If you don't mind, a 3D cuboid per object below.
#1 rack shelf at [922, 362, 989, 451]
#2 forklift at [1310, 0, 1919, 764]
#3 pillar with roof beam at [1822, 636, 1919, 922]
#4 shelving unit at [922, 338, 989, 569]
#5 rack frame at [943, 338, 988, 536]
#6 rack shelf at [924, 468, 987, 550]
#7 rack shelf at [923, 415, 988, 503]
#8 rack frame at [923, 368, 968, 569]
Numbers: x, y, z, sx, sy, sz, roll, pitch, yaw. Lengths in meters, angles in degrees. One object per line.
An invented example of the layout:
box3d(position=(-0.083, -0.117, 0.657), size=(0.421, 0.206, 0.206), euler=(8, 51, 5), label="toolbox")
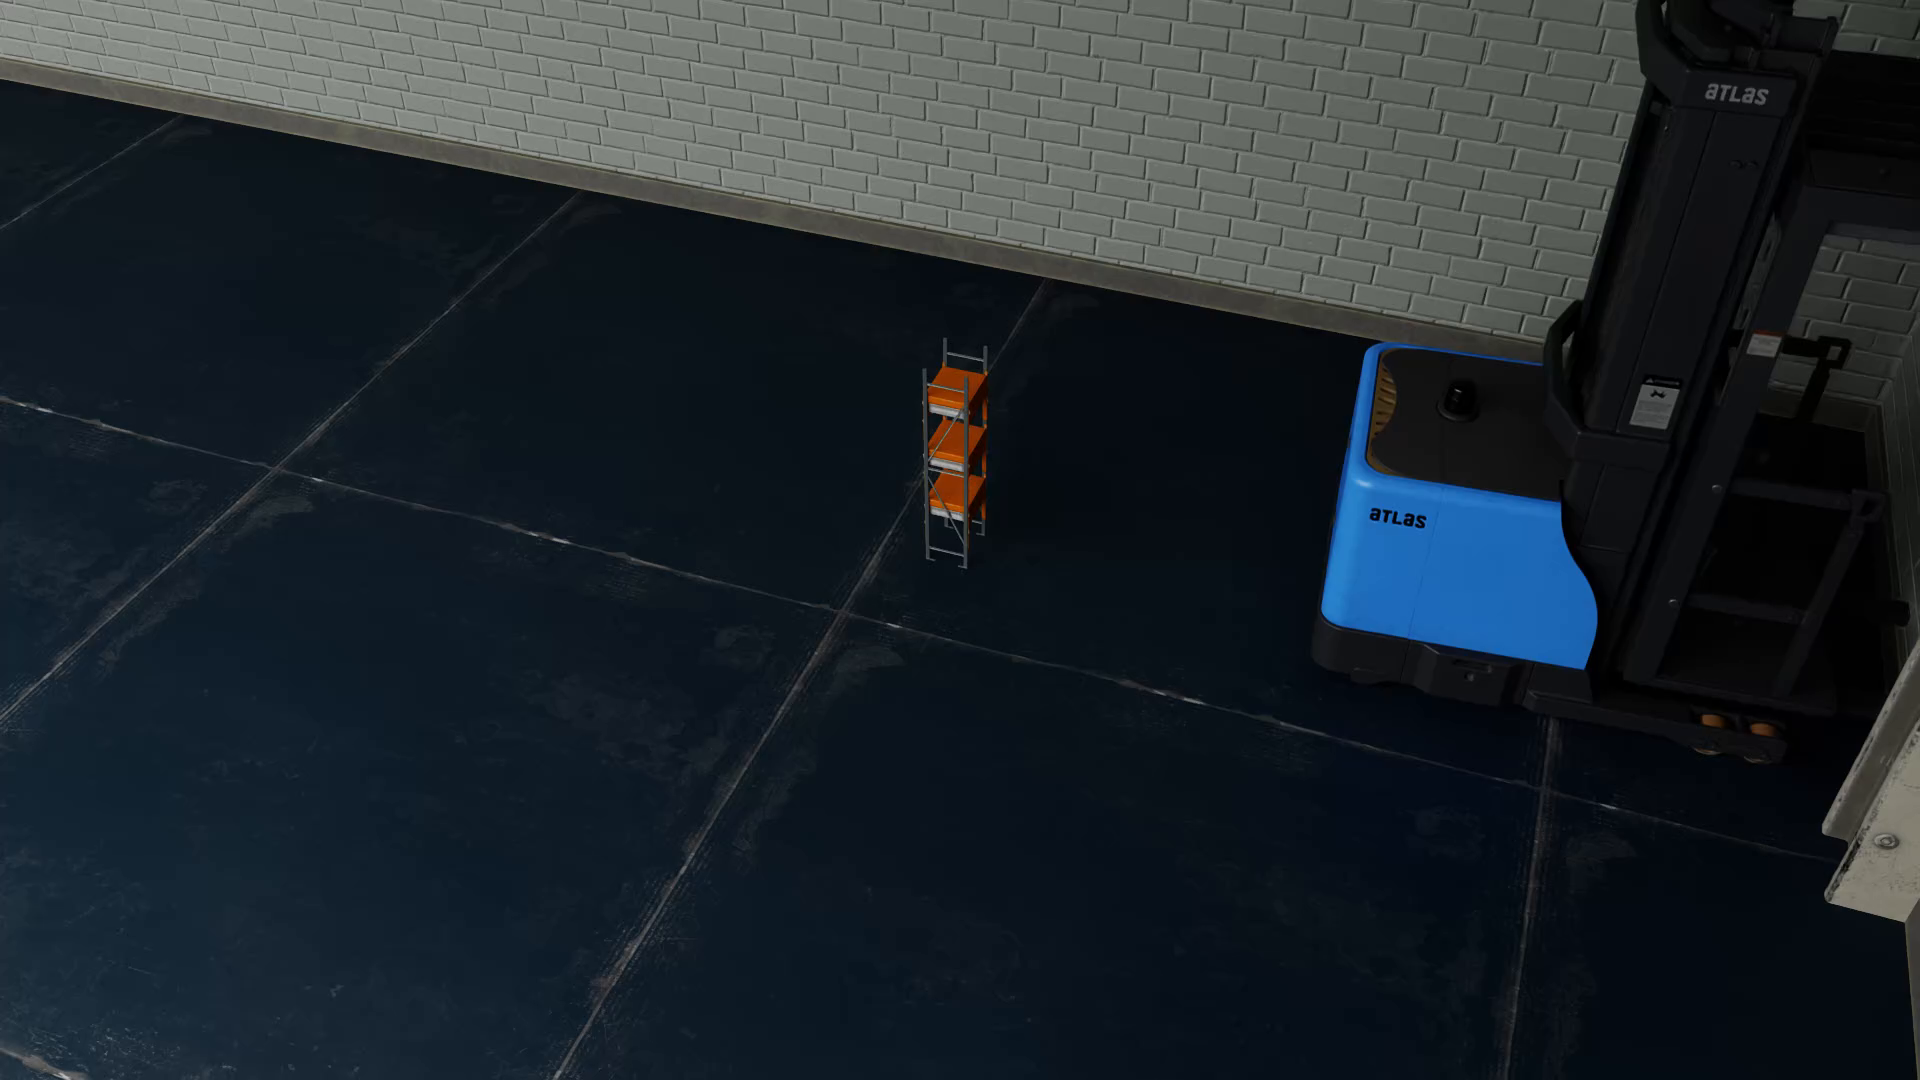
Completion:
box3d(position=(-0.018, -0.575, 7.147), size=(0.215, 0.259, 0.240), euler=(13, 42, 15), label="rack shelf")
box3d(position=(3.056, -0.604, 6.153), size=(3.031, 2.935, 1.130), euler=(10, 41, 11), label="forklift")
box3d(position=(-0.639, -3.131, 4.440), size=(9.100, 9.000, 0.400), euler=(13, 42, 15), label="pillar with roof beam")
box3d(position=(-0.018, -0.367, 7.325), size=(0.215, 1.050, 0.252), euler=(13, 42, 15), label="shelving unit")
box3d(position=(0.023, -0.441, 7.412), size=(0.200, 1.050, 0.008), euler=(13, 42, 15), label="rack frame")
box3d(position=(-0.018, -0.147, 7.512), size=(0.215, 0.259, 0.240), euler=(13, 42, 15), label="rack shelf")
box3d(position=(-0.018, -0.359, 7.331), size=(0.215, 0.259, 0.240), euler=(13, 42, 15), label="rack shelf")
box3d(position=(-0.060, -0.292, 7.237), size=(0.200, 1.050, 0.008), euler=(13, 42, 15), label="rack frame")
